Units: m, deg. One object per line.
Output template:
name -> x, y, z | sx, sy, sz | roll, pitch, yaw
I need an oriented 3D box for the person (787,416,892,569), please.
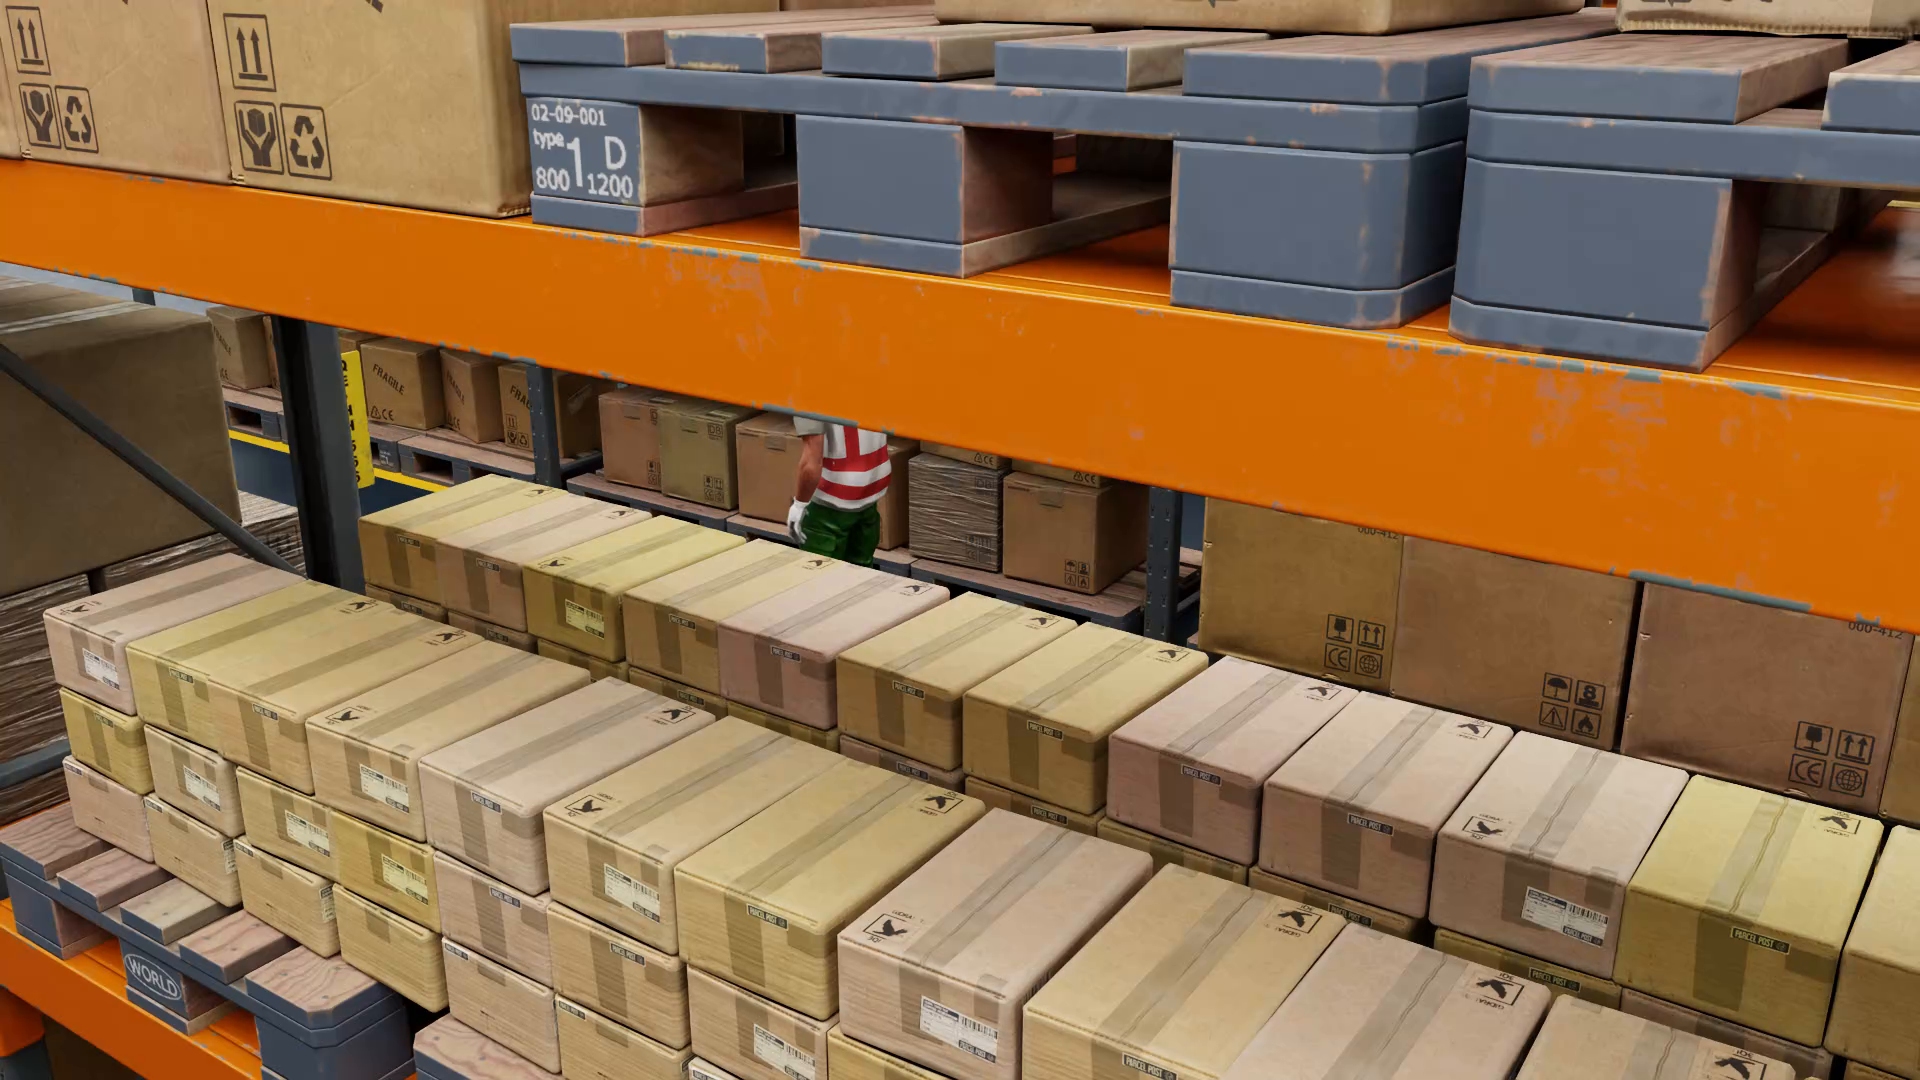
person -> -0.535, -0.202, 7.116 | 0.452, 1.778, 0.614 | 11, 23, 29
